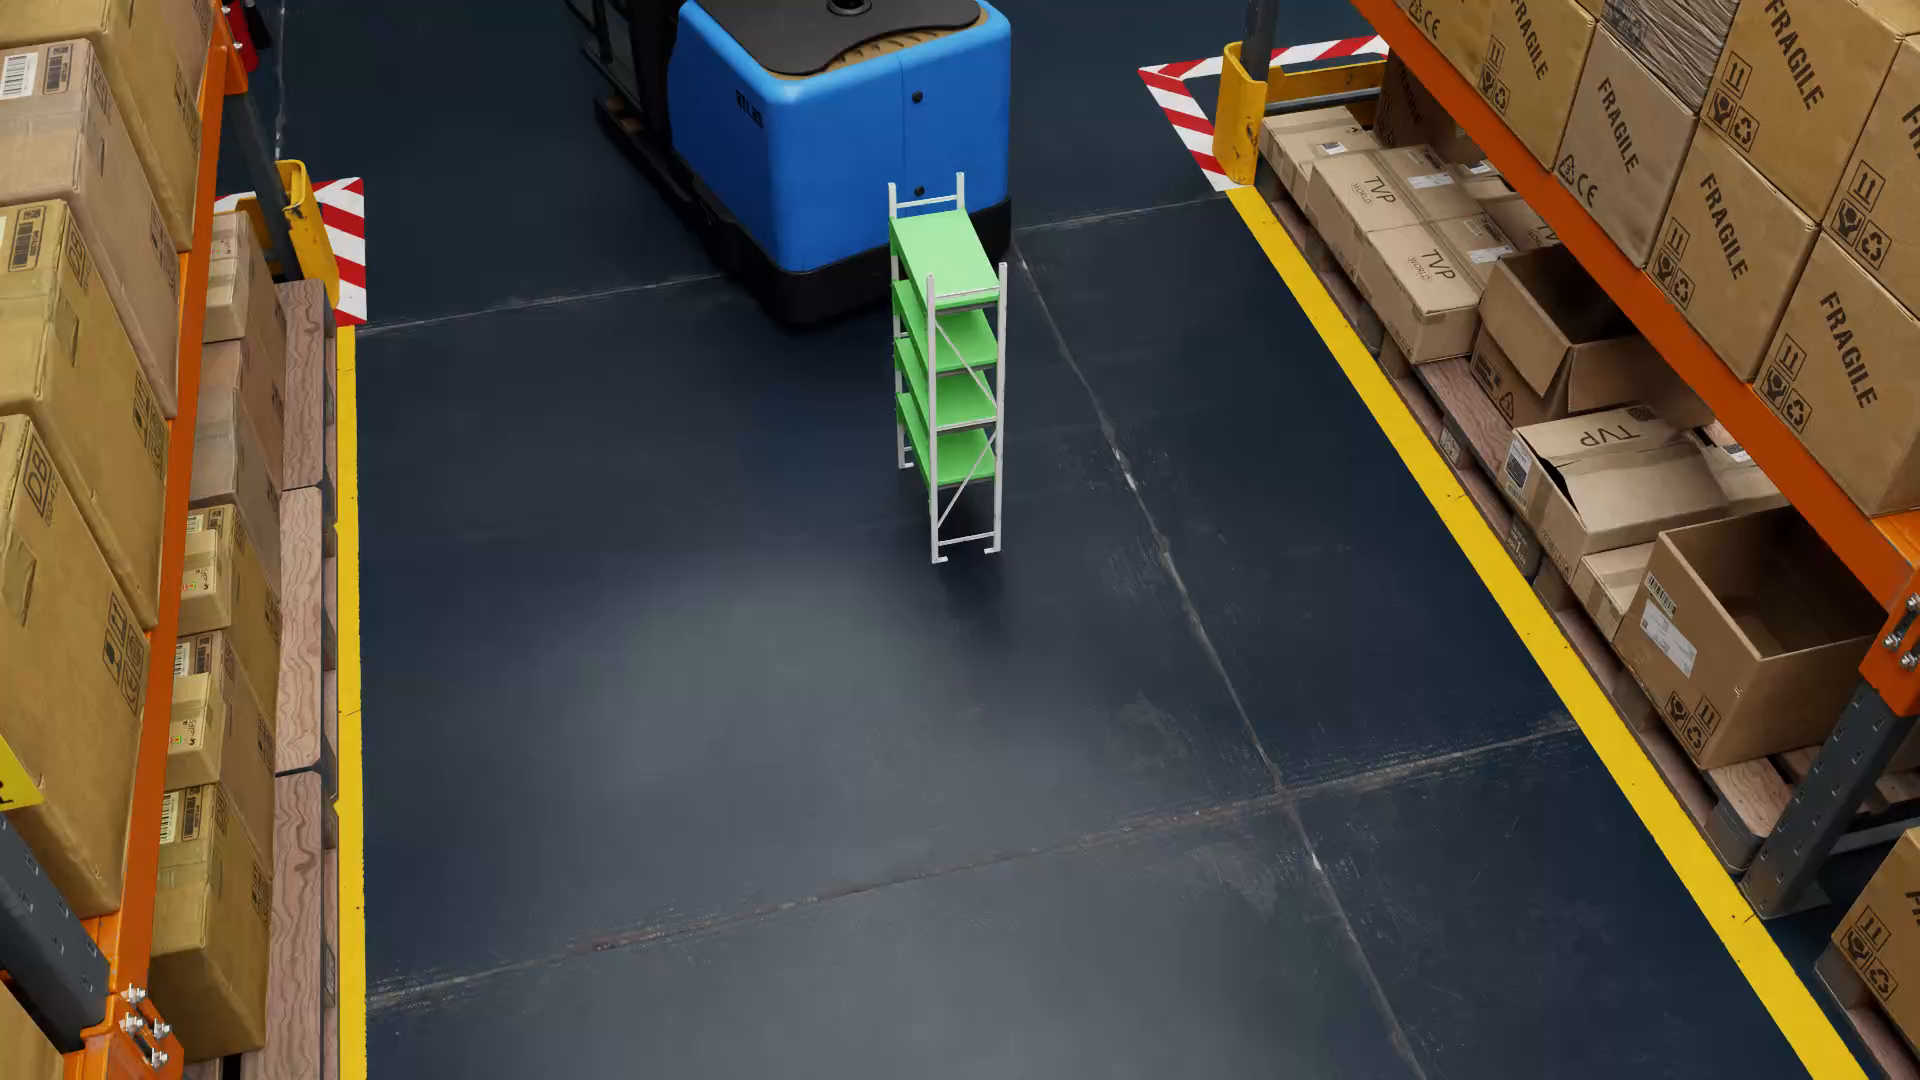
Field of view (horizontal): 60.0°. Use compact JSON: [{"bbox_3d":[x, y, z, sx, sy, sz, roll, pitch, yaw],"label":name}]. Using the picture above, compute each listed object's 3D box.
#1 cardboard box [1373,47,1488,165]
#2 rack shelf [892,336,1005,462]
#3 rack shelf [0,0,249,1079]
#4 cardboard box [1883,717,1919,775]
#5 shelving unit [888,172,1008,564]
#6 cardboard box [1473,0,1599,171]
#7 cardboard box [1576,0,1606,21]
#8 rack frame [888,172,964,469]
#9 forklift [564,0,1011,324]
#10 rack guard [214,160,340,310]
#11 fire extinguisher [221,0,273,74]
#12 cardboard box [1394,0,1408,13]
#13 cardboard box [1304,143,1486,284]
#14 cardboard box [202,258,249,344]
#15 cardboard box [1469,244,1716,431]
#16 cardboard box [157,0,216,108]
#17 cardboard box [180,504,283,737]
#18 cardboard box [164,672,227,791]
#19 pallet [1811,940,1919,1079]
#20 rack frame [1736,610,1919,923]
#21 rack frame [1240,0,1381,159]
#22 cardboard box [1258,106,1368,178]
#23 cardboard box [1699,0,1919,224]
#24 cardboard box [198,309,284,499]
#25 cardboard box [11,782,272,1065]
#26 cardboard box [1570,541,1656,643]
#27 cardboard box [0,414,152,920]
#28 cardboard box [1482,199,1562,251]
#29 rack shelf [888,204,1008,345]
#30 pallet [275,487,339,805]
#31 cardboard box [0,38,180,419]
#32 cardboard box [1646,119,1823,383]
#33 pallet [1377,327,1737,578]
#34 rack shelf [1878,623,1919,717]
[{"bbox_3d":[2.081,-1.815,6.870,0.500,0.500,0.500,-11,47,-10],"label":"cardboard box"},{"bbox_3d":[-0.042,-0.490,5.479,0.258,0.148,0.480,-11,47,-10],"label":"rack shelf"},{"bbox_3d":[-2.572,-0.325,4.472,1.077,0.370,4.000,-11,47,-10],"label":"rack shelf"},{"bbox_3d":[2.829,0.353,4.878,0.500,0.311,0.500,-11,47,-10],"label":"cardboard box"},{"bbox_3d":[-0.042,-0.534,5.433,0.258,1.200,0.503,-11,47,-10],"label":"shelving unit"},{"bbox_3d":[1.952,-1.499,5.049,0.500,0.500,0.500,-10,46,-10],"label":"cardboard box"},{"bbox_3d":[1.958,-1.840,4.683,0.500,0.500,0.500,-11,47,-11],"label":"cardboard box"},{"bbox_3d":[-0.105,-0.703,5.599,0.240,1.200,0.015,-11,47,-10],"label":"rack frame"},{"bbox_3d":[-0.991,-2.905,6.545,1.130,2.935,3.031,-24,50,-21],"label":"forklift"},{"bbox_3d":[-3.090,-1.099,6.477,1.175,0.500,0.348,-11,47,-10],"label":"rack guard"},{"bbox_3d":[-2.676,-1.989,5.914,0.296,0.674,0.183,-11,47,-10],"label":"fire extinguisher"},{"bbox_3d":[1.700,-2.191,5.727,0.500,0.500,0.500,-11,47,-11],"label":"cardboard box"},{"bbox_3d":[1.697,-1.285,6.526,0.500,0.250,0.500,-11,47,-10],"label":"cardboard box"},{"bbox_3d":[-2.533,-0.760,5.397,0.380,0.149,0.250,-10,46,-9],"label":"cardboard box"},{"bbox_3d":[2.242,-0.681,5.757,0.797,0.503,0.637,-11,47,-10],"label":"cardboard box"},{"bbox_3d":[-2.944,-1.712,5.118,0.980,0.700,0.700,-9,46,-9],"label":"cardboard box"},{"bbox_3d":[-2.407,0.295,4.817,0.700,0.500,0.500,-10,46,-9],"label":"cardboard box"},{"bbox_3d":[-2.064,0.500,4.162,0.380,0.149,0.250,-9,46,-9],"label":"cardboard box"},{"bbox_3d":[2.972,1.426,4.205,1.003,0.211,1.213,-11,47,-10],"label":"pallet"},{"bbox_3d":[2.728,-0.104,3.752,1.000,3.000,0.127,-11,47,-10],"label":"rack frame"},{"bbox_3d":[1.704,-2.866,6.459,1.000,3.000,0.127,-11,47,-10],"label":"rack frame"},{"bbox_3d":[1.479,-1.670,6.975,0.380,0.149,0.250,-11,47,-10],"label":"cardboard box"},{"bbox_3d":[2.214,-1.144,4.001,0.500,0.500,0.500,-12,47,-11],"label":"cardboard box"},{"bbox_3d":[-2.680,-0.419,5.517,0.700,0.500,0.500,-11,47,-10],"label":"cardboard box"},{"bbox_3d":[-2.152,0.997,4.129,0.700,0.500,0.500,-10,46,-10],"label":"cardboard box"},{"bbox_3d":[2.154,0.150,5.191,0.380,0.149,0.250,-11,47,-10],"label":"cardboard box"},{"bbox_3d":[-2.183,0.321,3.125,0.980,0.700,0.700,-10,46,-10],"label":"cardboard box"},{"bbox_3d":[2.295,-1.066,6.312,0.500,0.250,0.500,-11,47,-10],"label":"cardboard box"},{"bbox_3d":[-0.042,-0.825,5.136,0.258,0.148,0.480,-11,47,-10],"label":"rack shelf"},{"bbox_3d":[-2.495,0.397,5.213,1.003,0.211,1.213,-11,47,-10],"label":"pallet"},{"bbox_3d":[-2.560,-0.684,4.110,0.980,0.700,0.700,-13,47,-12],"label":"cardboard box"},{"bbox_3d":[2.218,-0.793,4.357,0.500,0.500,0.500,-10,46,-9],"label":"cardboard box"},{"bbox_3d":[2.237,-0.447,6.040,1.003,0.211,1.213,-11,47,-10],"label":"pallet"},{"bbox_3d":[3.240,1.528,2.656,1.077,0.370,4.000,-11,47,-10],"label":"rack shelf"}]
